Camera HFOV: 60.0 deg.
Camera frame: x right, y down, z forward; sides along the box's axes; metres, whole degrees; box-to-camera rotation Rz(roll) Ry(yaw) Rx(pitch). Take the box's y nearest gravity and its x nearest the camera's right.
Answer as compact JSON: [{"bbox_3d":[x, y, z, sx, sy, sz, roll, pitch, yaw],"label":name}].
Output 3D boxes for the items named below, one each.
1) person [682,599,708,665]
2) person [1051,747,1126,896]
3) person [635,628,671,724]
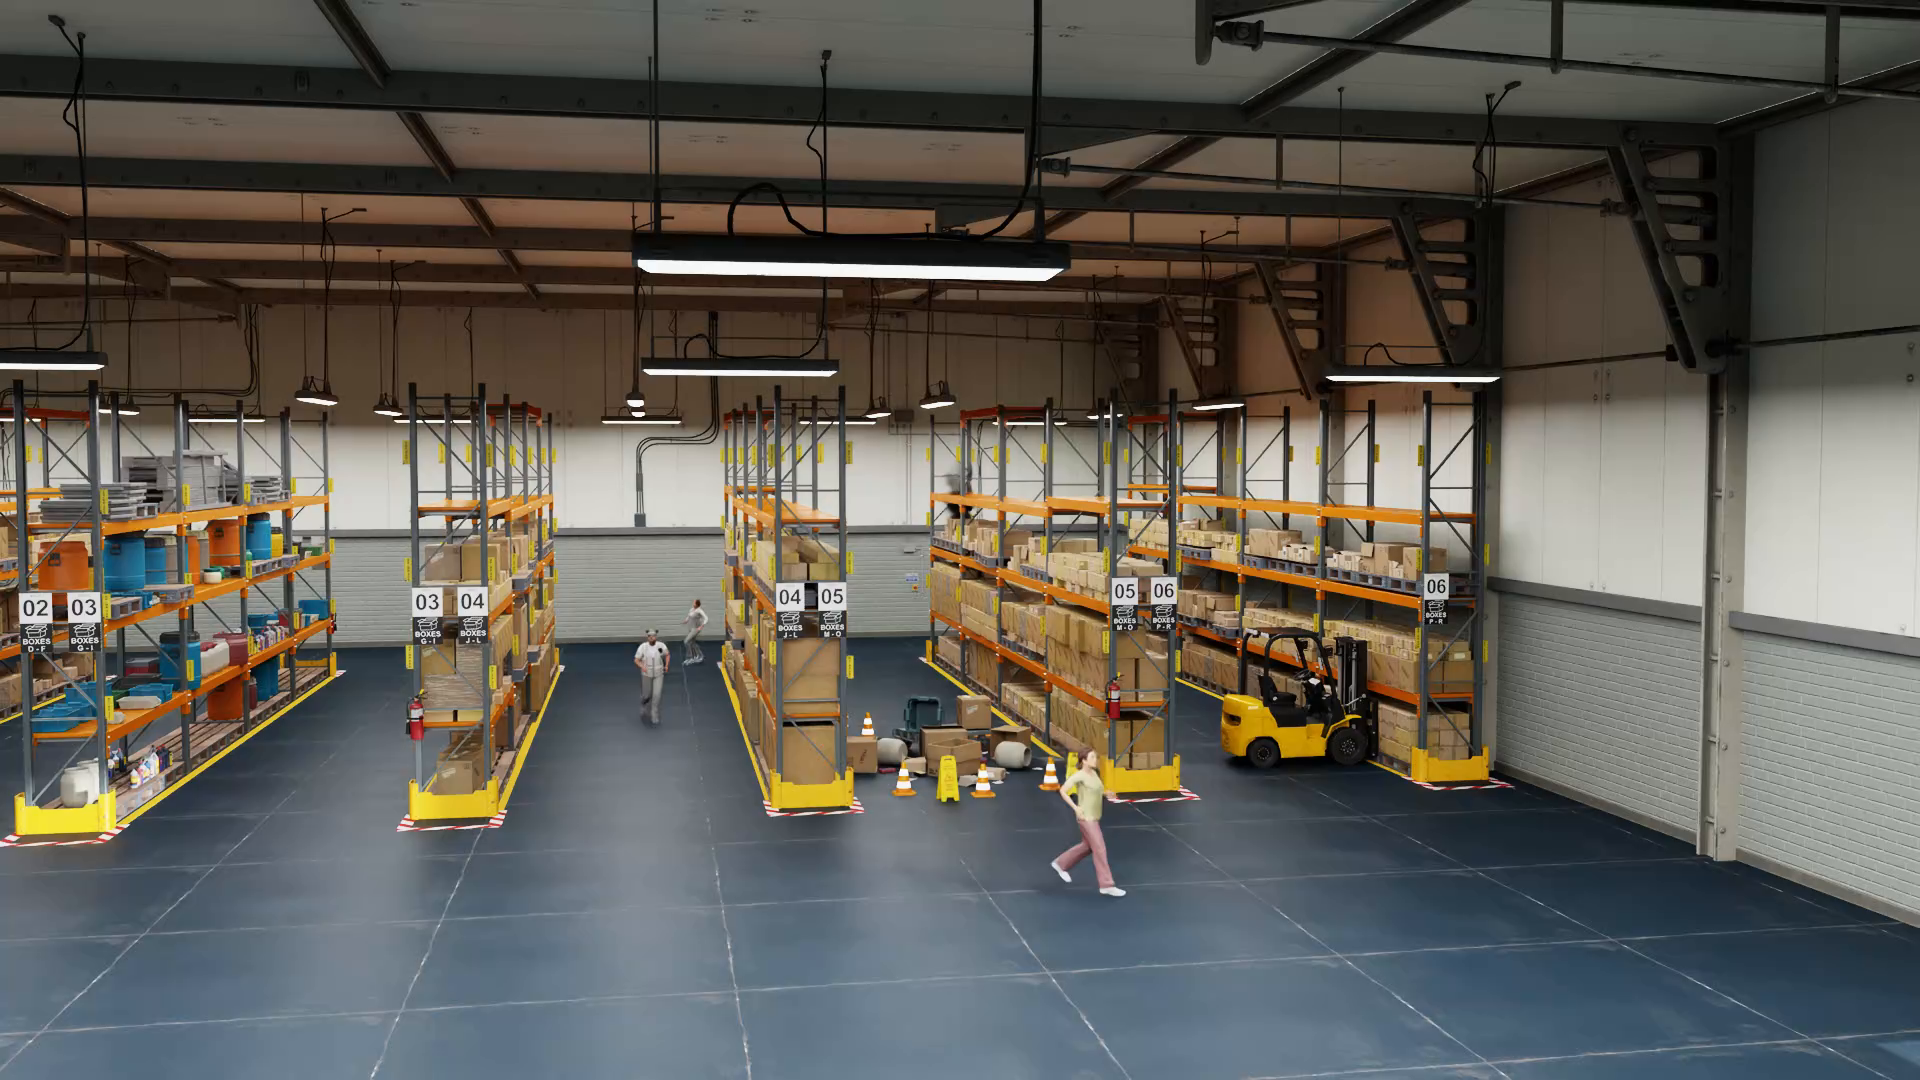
[{"bbox_3d":[-6.364,2.203,39.878,0.628,1.608,0.603,-2,4,-38],"label":"person"},{"bbox_3d":[1.458,3.182,18.980,0.968,1.649,0.577,2,3,29],"label":"person"},{"bbox_3d":[-5.808,2.541,31.469,0.670,1.785,0.834,-1,3,-15],"label":"person"}]
